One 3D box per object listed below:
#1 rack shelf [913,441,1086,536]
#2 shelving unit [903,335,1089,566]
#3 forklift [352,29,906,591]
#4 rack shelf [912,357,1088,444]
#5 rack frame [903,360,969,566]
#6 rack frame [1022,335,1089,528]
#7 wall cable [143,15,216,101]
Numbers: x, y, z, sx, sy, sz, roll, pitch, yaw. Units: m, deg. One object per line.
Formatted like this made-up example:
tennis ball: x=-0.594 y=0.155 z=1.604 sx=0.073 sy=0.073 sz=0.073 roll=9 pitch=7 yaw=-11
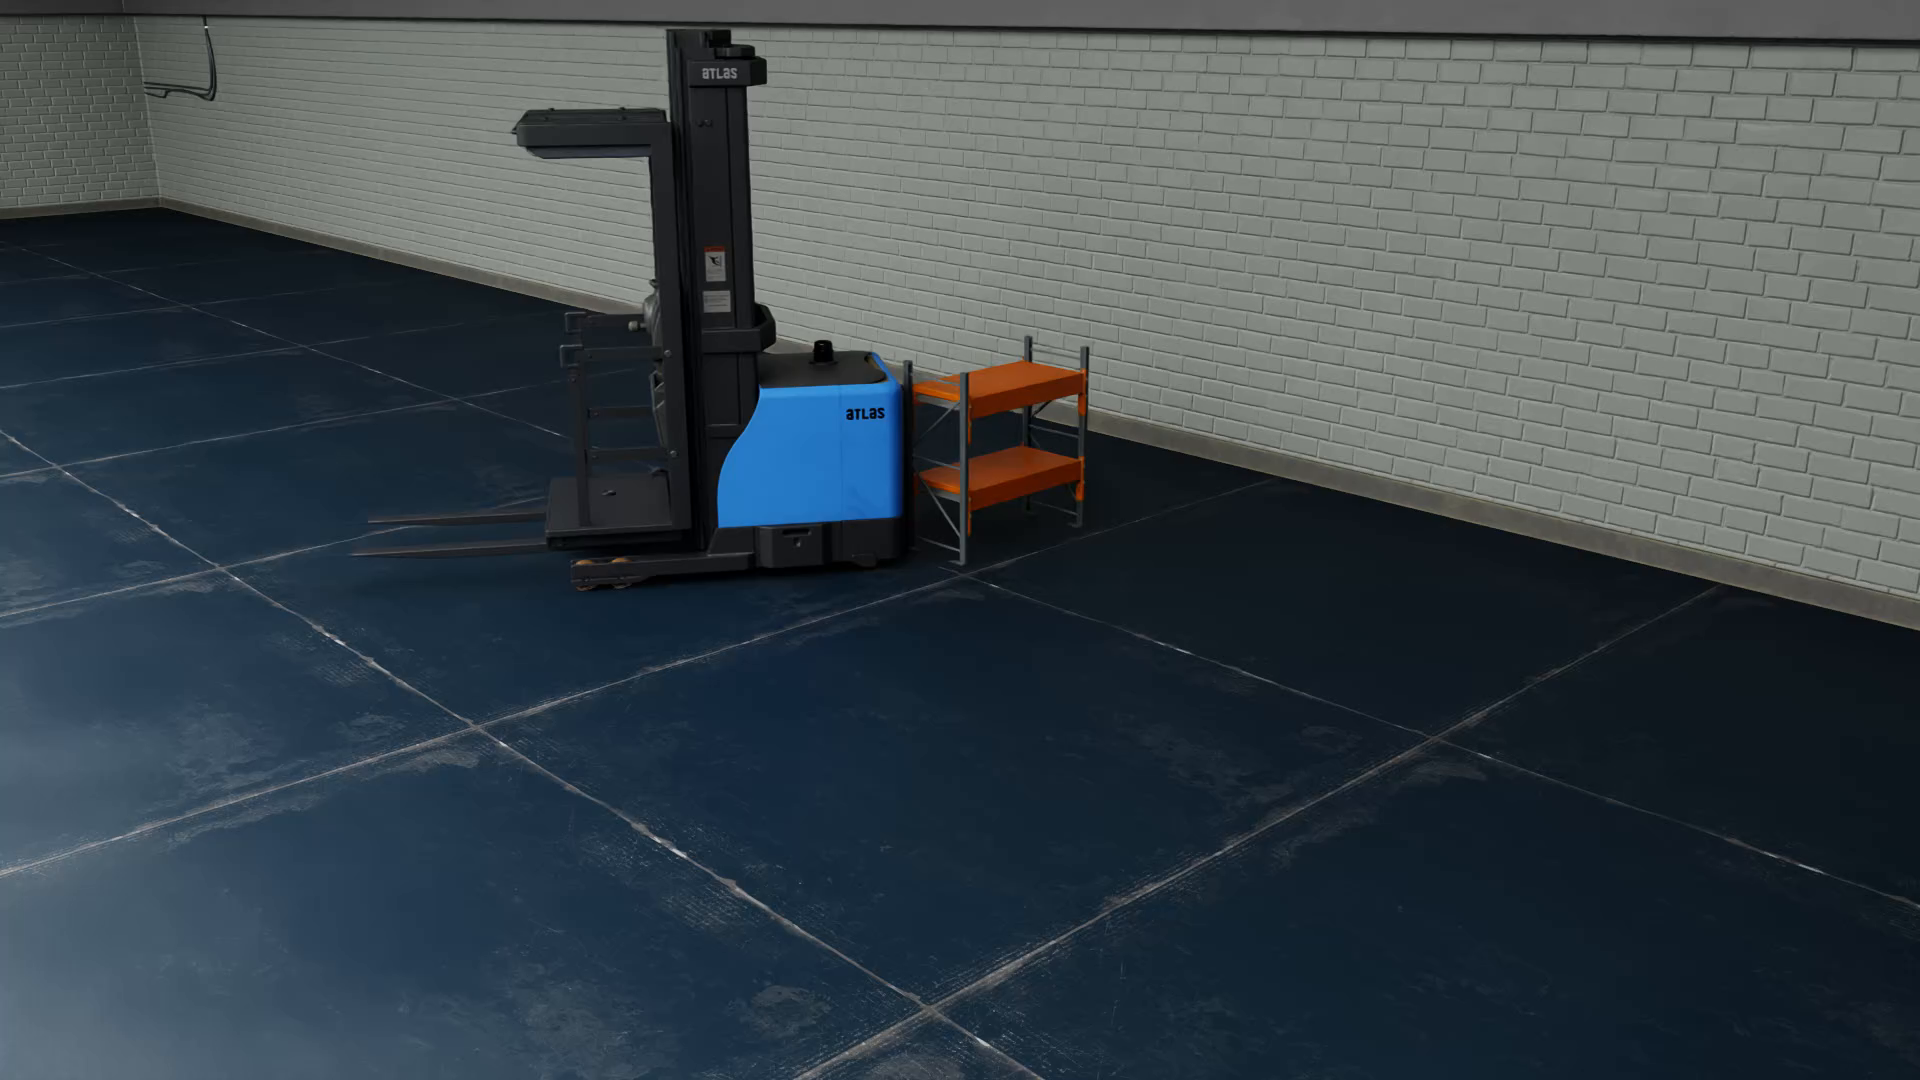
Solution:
rack shelf: x=0.222 y=-0.320 z=9.941 sx=0.538 sy=0.278 sz=1.000 roll=17 pitch=25 yaw=42
shelving unit: x=0.222 y=-0.553 z=9.866 sx=0.538 sy=1.125 sz=1.048 roll=17 pitch=25 yaw=42
forklift: x=-1.877 y=-1.293 z=9.221 sx=3.031 sy=2.935 sz=1.130 roll=-3 pitch=18 yaw=-11
rack shelf: x=0.222 y=-0.831 z=9.776 sx=0.538 sy=0.278 sz=1.000 roll=17 pitch=25 yaw=42
rack frame: x=-0.137 y=-0.442 z=9.524 sx=0.500 sy=1.125 sz=0.032 roll=17 pitch=25 yaw=42
rack frame: x=0.581 y=-0.664 z=10.208 sx=0.500 sy=1.125 sz=0.032 roll=17 pitch=25 yaw=42
wall cable: x=-11.579 y=-7.710 z=24.210 sx=0.112 sy=2.526 sz=3.097 roll=-16 pitch=24 yaw=-41
